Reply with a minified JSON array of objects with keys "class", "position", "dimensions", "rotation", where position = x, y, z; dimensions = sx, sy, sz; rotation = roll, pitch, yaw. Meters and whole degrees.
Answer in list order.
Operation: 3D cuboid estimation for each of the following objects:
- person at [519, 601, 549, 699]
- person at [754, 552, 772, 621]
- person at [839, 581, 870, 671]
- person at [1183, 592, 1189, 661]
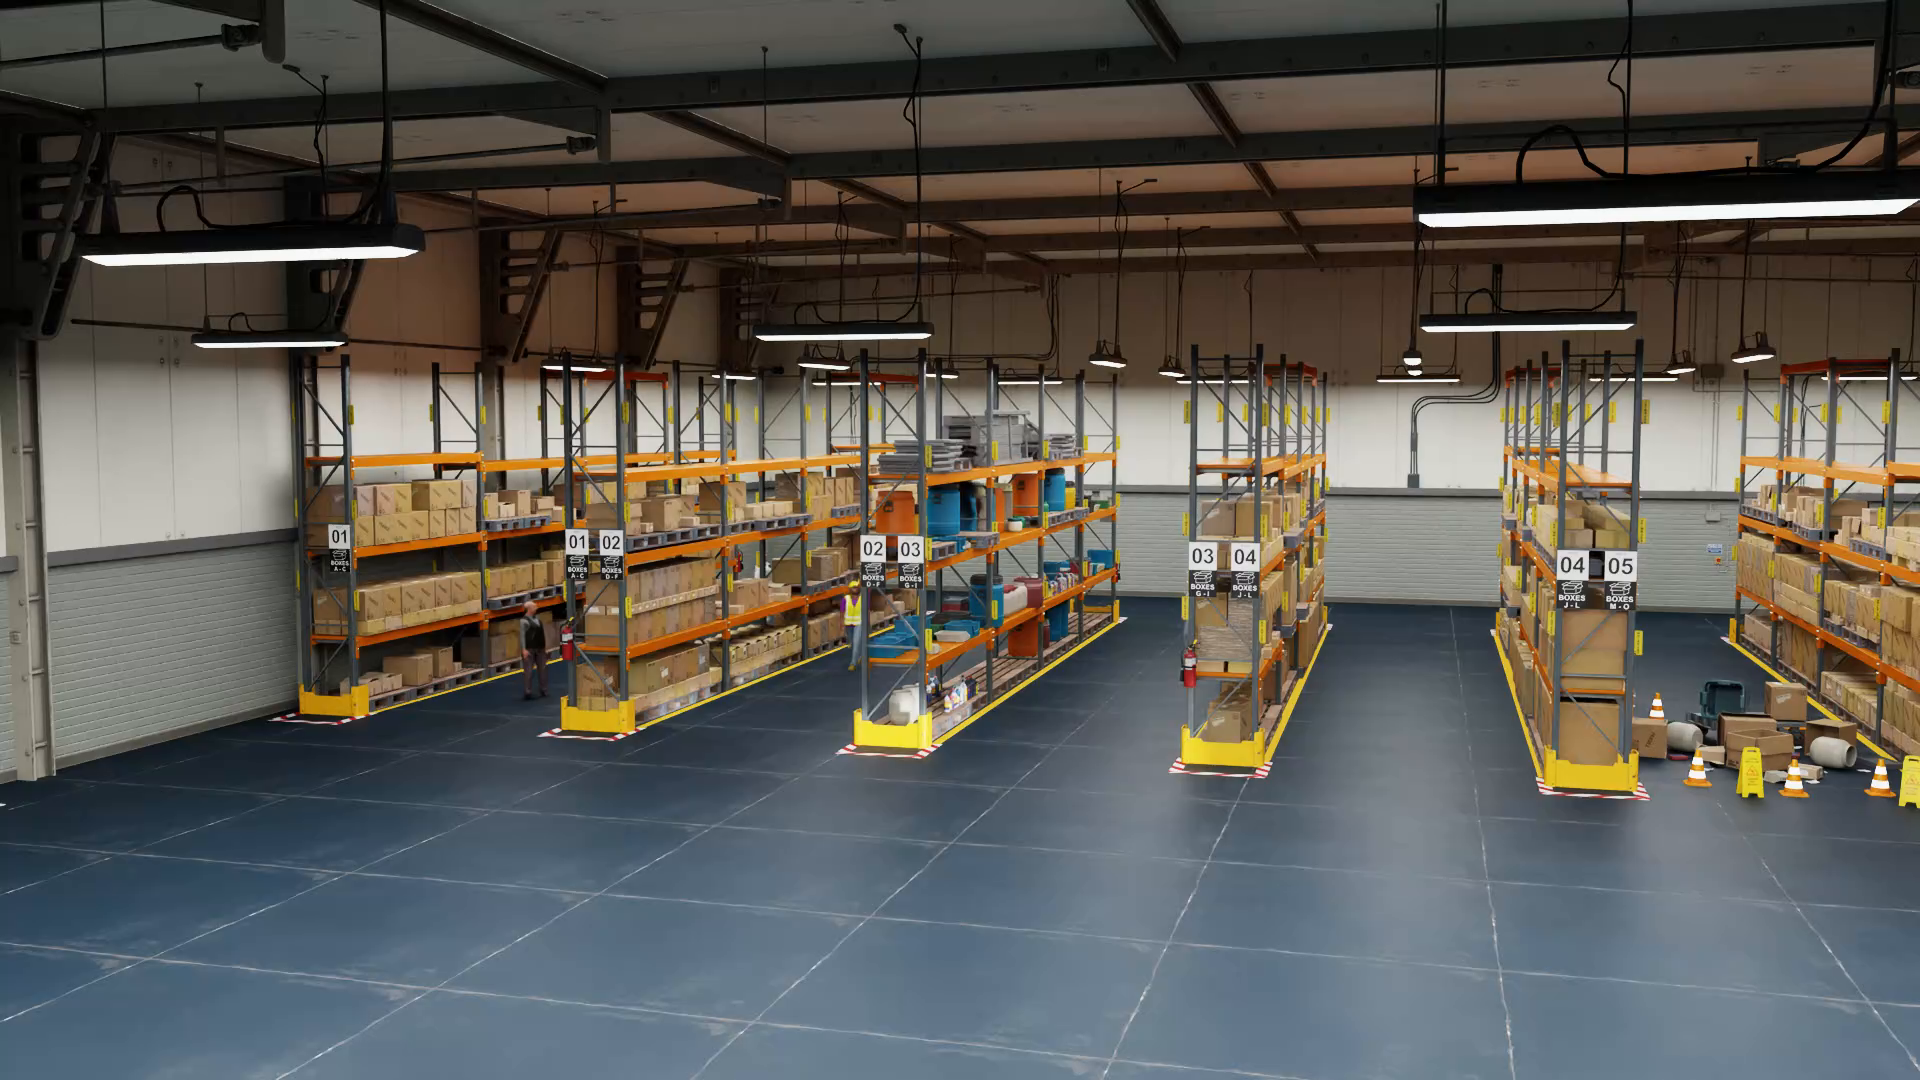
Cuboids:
[{"class":"person","position":[-7.552,1.944,29.455],"dimensions":[0.412,1.721,0.607],"rotation":[4,6,40]},{"class":"person","position":[-4.745,1.121,40.656],"dimensions":[0.426,1.696,0.521],"rotation":[2,5,29]},{"class":"person","position":[-2.099,1.668,32.531],"dimensions":[0.538,1.723,1.012],"rotation":[1,5,19]},{"class":"person","position":[4.830,1.621,34.276],"dimensions":[0.545,1.676,0.930],"rotation":[2,5,20]}]
